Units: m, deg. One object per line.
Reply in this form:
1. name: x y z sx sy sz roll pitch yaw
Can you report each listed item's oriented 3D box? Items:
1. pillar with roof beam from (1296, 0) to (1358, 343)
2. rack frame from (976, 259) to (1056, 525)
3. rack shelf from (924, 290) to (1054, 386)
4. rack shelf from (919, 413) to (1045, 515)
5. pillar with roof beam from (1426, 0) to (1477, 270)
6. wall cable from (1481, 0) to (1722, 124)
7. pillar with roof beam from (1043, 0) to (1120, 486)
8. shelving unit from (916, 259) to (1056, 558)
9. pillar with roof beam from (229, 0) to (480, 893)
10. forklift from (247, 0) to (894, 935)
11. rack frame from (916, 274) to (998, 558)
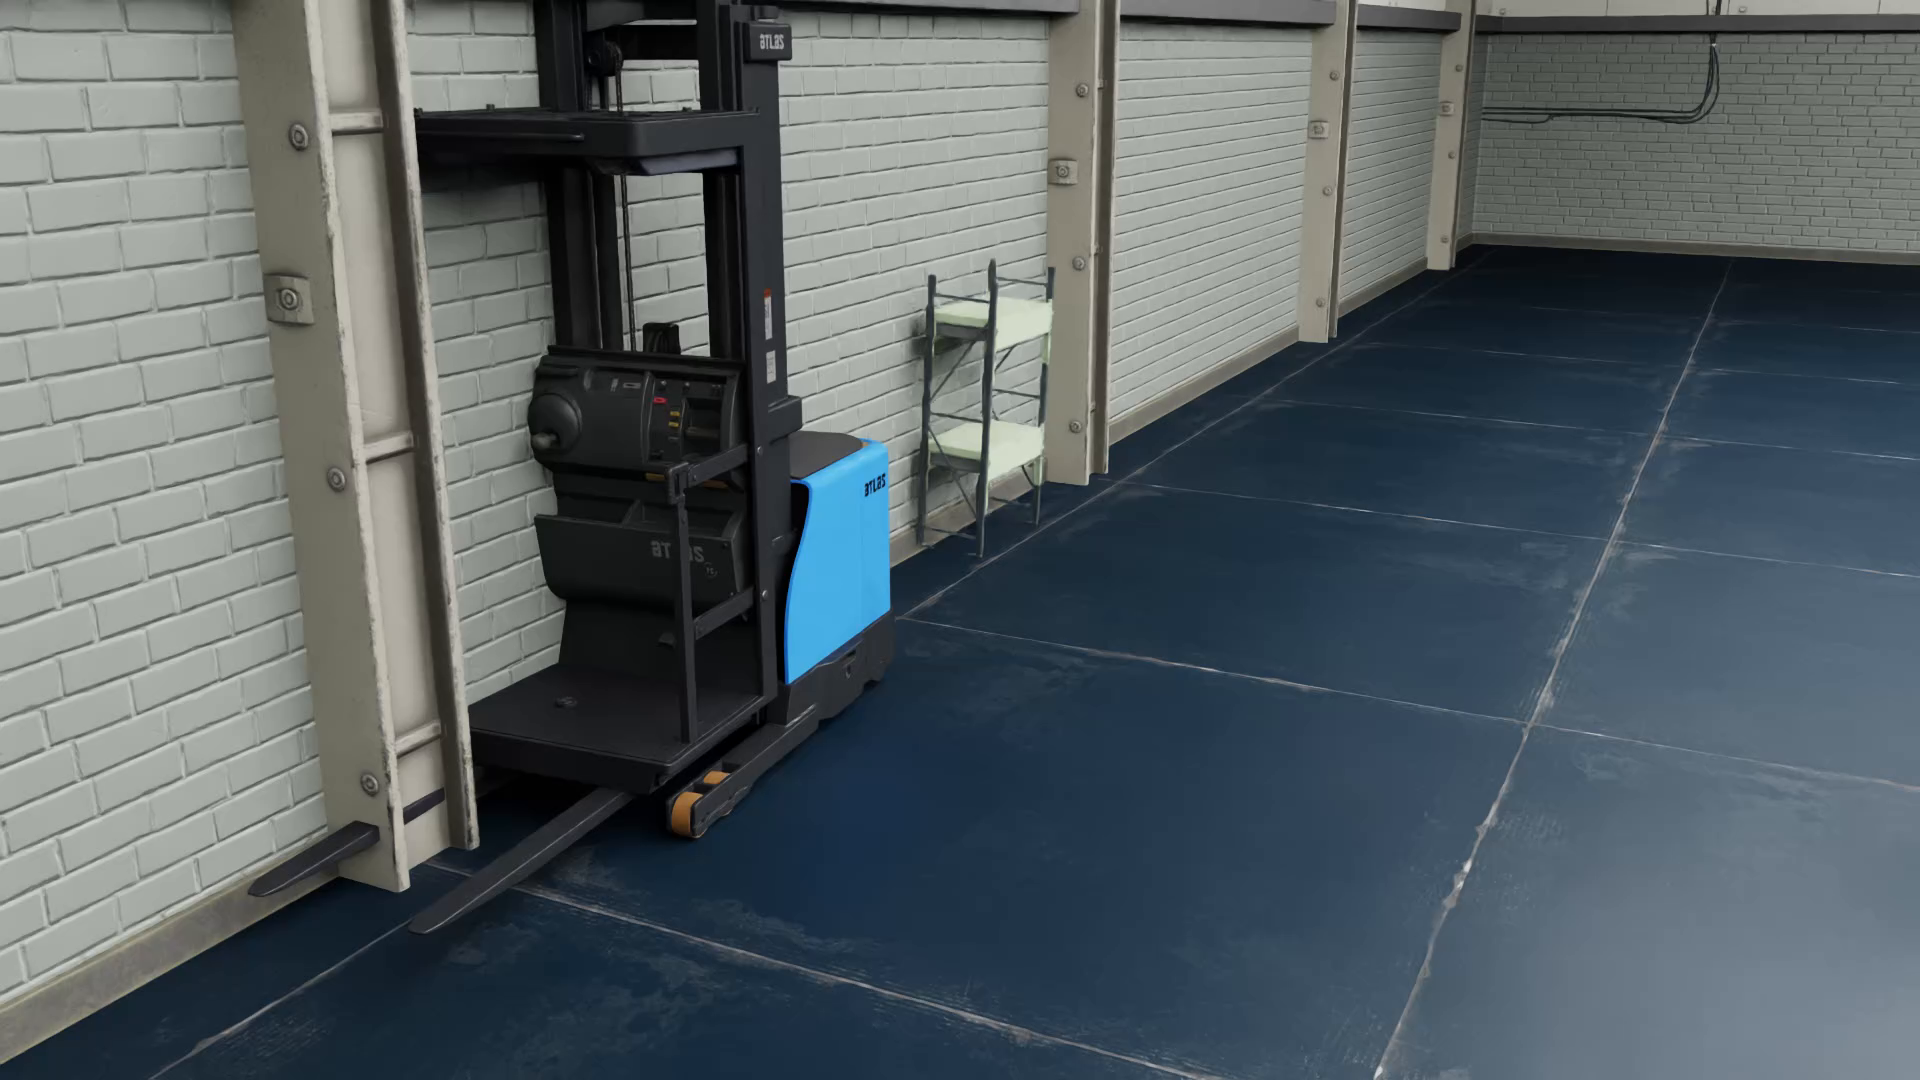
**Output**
1. pillar with roof beam: 7.291 -5.713 12.956 9.100 9.000 0.400 8 18 25
2. rack frame: 0.312 -0.839 9.545 0.400 1.500 0.023 12 20 25
3. rack shelf: 0.165 -1.117 9.112 0.431 0.370 0.720 12 20 25
4. rack shelf: 0.129 -0.437 9.333 0.431 0.370 0.720 12 20 25
5. pillar with roof beam: 9.972 -7.242 18.101 9.100 9.000 0.400 8 18 25
6. wall cable: 8.620 -6.883 22.347 3.097 2.526 0.112 8 18 25
7. pillar with roof beam: 4.610 -4.185 7.810 9.100 9.000 0.400 8 18 25
8. shelving unit: 0.145 -0.746 9.232 0.431 1.500 0.755 12 20 25
9. pillar with roof beam: 1.929 -2.657 2.665 9.100 9.000 0.400 8 18 25
10. forklift: -1.315 -0.474 5.974 1.130 2.935 3.031 7 18 21
11. rack frame: -0.021 -0.653 8.920 0.400 1.500 0.023 12 20 25
